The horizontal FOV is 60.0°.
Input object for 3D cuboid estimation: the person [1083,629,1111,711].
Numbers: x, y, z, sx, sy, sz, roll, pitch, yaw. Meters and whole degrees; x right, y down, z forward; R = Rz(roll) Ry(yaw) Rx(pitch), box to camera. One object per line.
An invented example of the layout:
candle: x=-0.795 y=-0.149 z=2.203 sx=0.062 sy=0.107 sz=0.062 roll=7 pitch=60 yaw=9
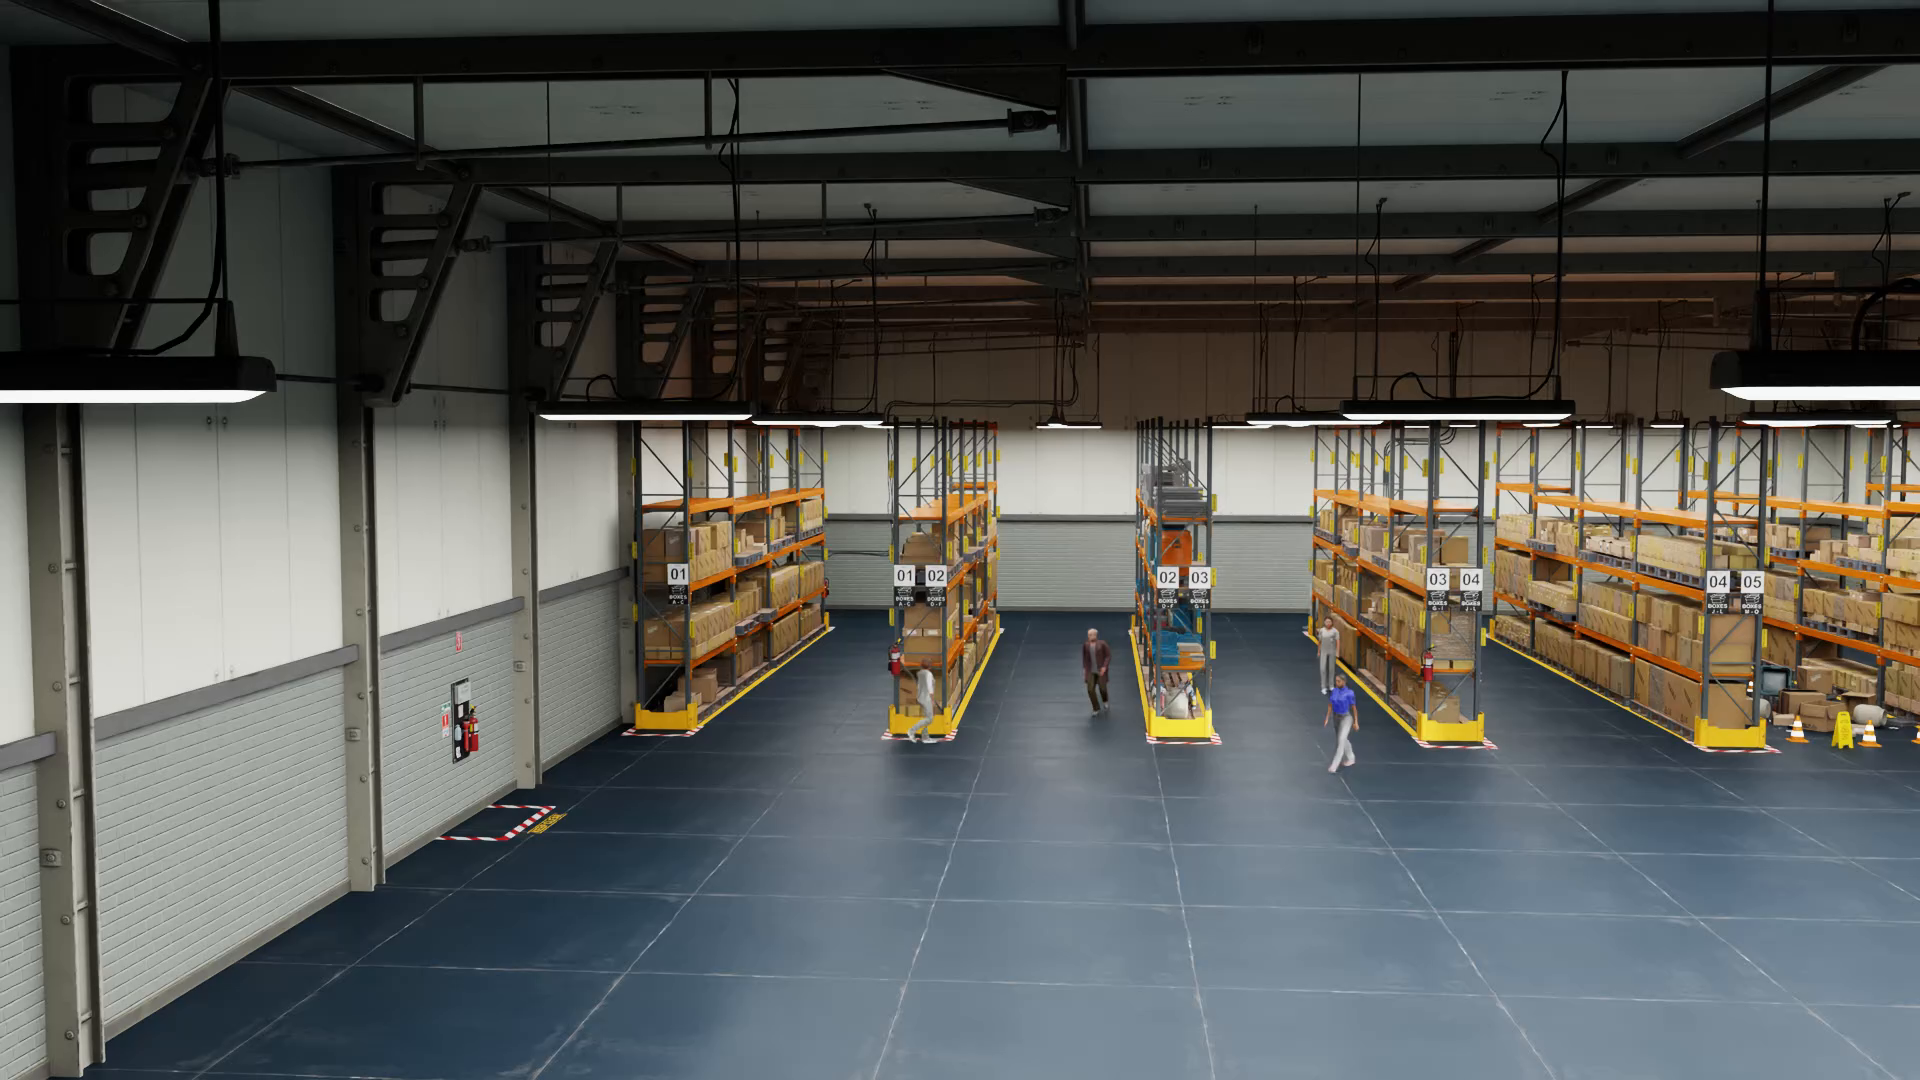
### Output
person: x=2.759 y=2.620 z=33.630 sx=0.635 sy=1.672 sz=0.659 roll=1 pitch=4 yaw=19

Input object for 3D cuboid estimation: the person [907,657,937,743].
person: x=-0.703 y=2.939 z=30.301 sx=0.634 sy=1.584 sz=0.435 roll=-2 pitch=4 yaw=-22

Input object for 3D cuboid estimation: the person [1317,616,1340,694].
person: x=8.097 y=2.511 z=36.528 sx=0.501 sy=1.698 sz=0.618 roll=1 pitch=4 yaw=20

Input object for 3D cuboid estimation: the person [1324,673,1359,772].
person: x=6.414 y=3.065 z=28.148 sx=0.901 sy=1.599 sz=0.478 roll=-3 pitch=5 yaw=-34

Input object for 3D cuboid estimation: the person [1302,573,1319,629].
person: x=10.349 y=1.713 z=48.016 sx=0.986 sy=1.730 sz=0.535 roll=0 pitch=4 yaw=0
